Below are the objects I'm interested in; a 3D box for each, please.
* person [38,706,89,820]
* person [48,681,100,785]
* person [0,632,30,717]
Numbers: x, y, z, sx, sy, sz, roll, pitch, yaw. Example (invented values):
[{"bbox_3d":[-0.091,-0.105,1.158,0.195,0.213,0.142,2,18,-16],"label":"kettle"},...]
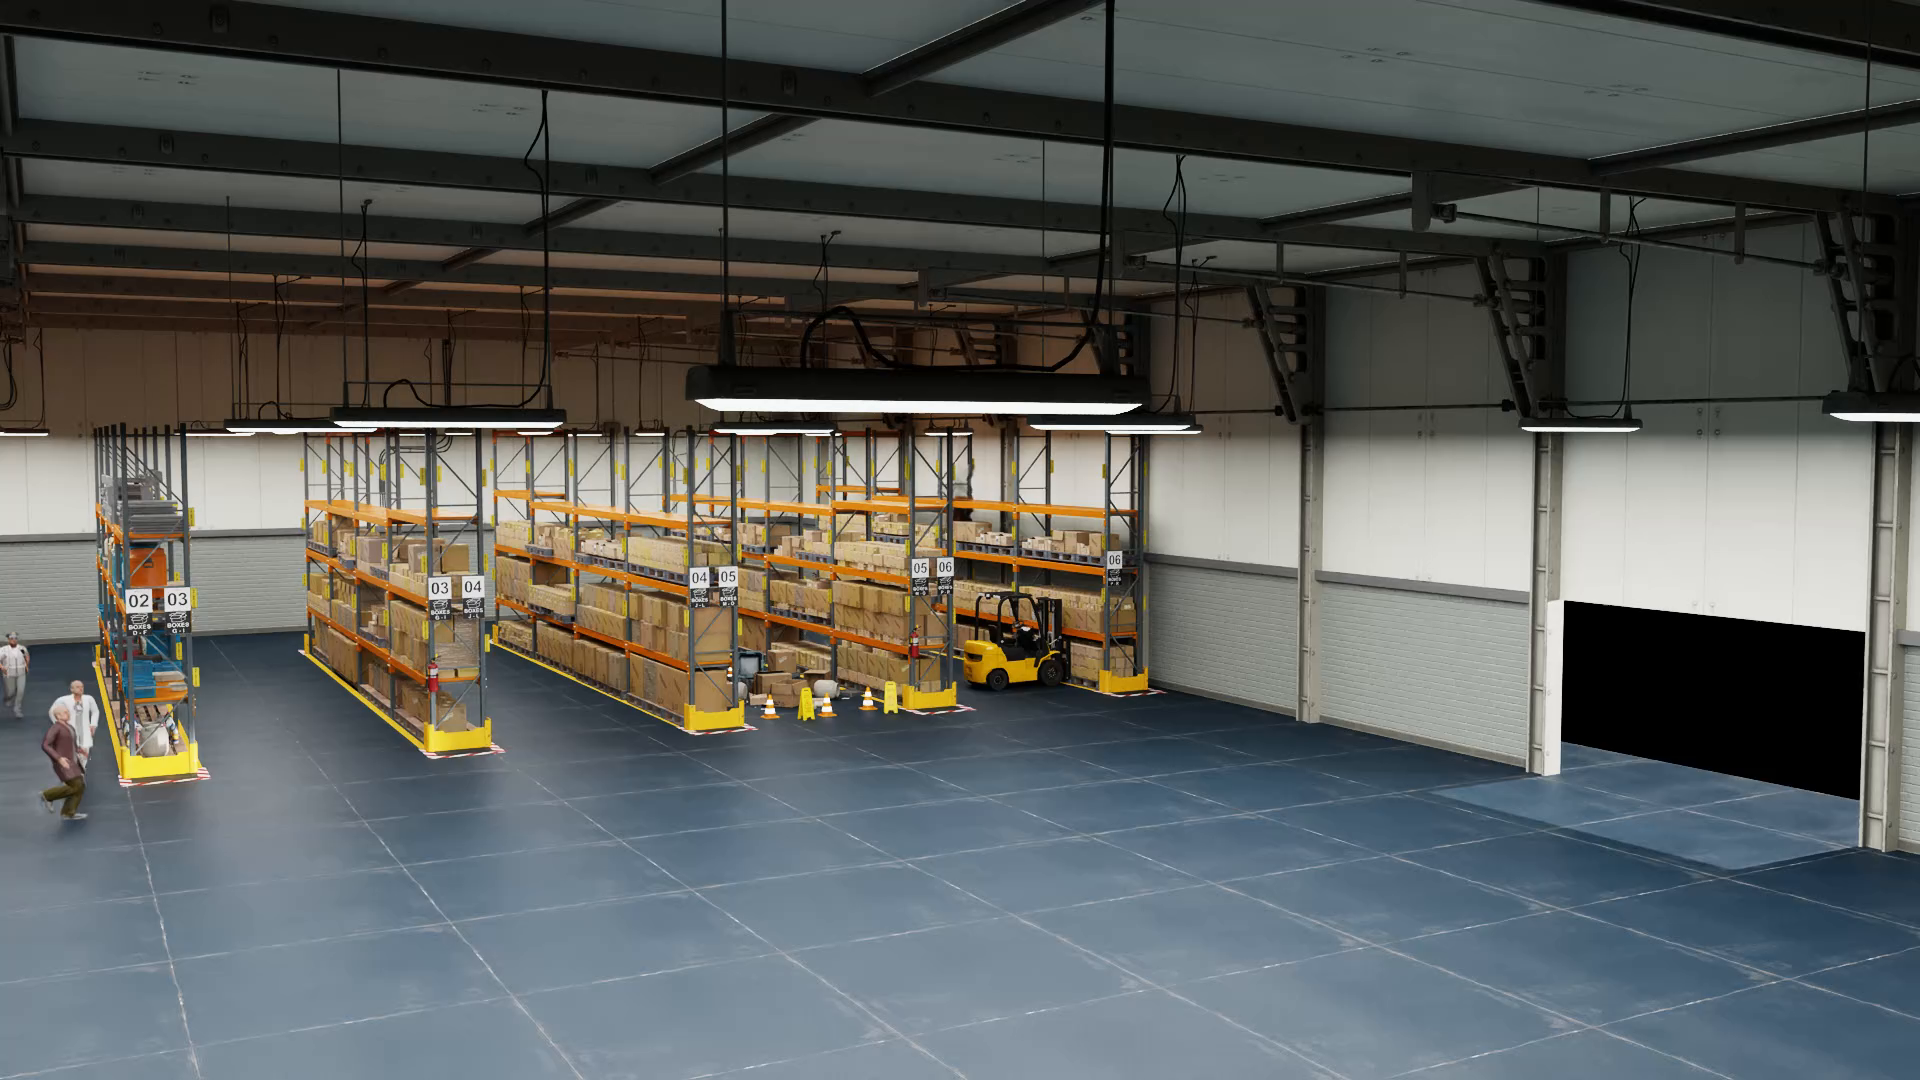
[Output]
[{"bbox_3d":[-13.478,3.353,24.989,0.629,1.728,0.726,0,3,-5],"label":"person"},{"bbox_3d":[-14.552,3.194,27.417,0.737,1.743,0.570,-3,5,-43],"label":"person"},{"bbox_3d":[-19.599,2.768,34.462,0.663,1.751,0.752,-3,5,-44],"label":"person"}]
